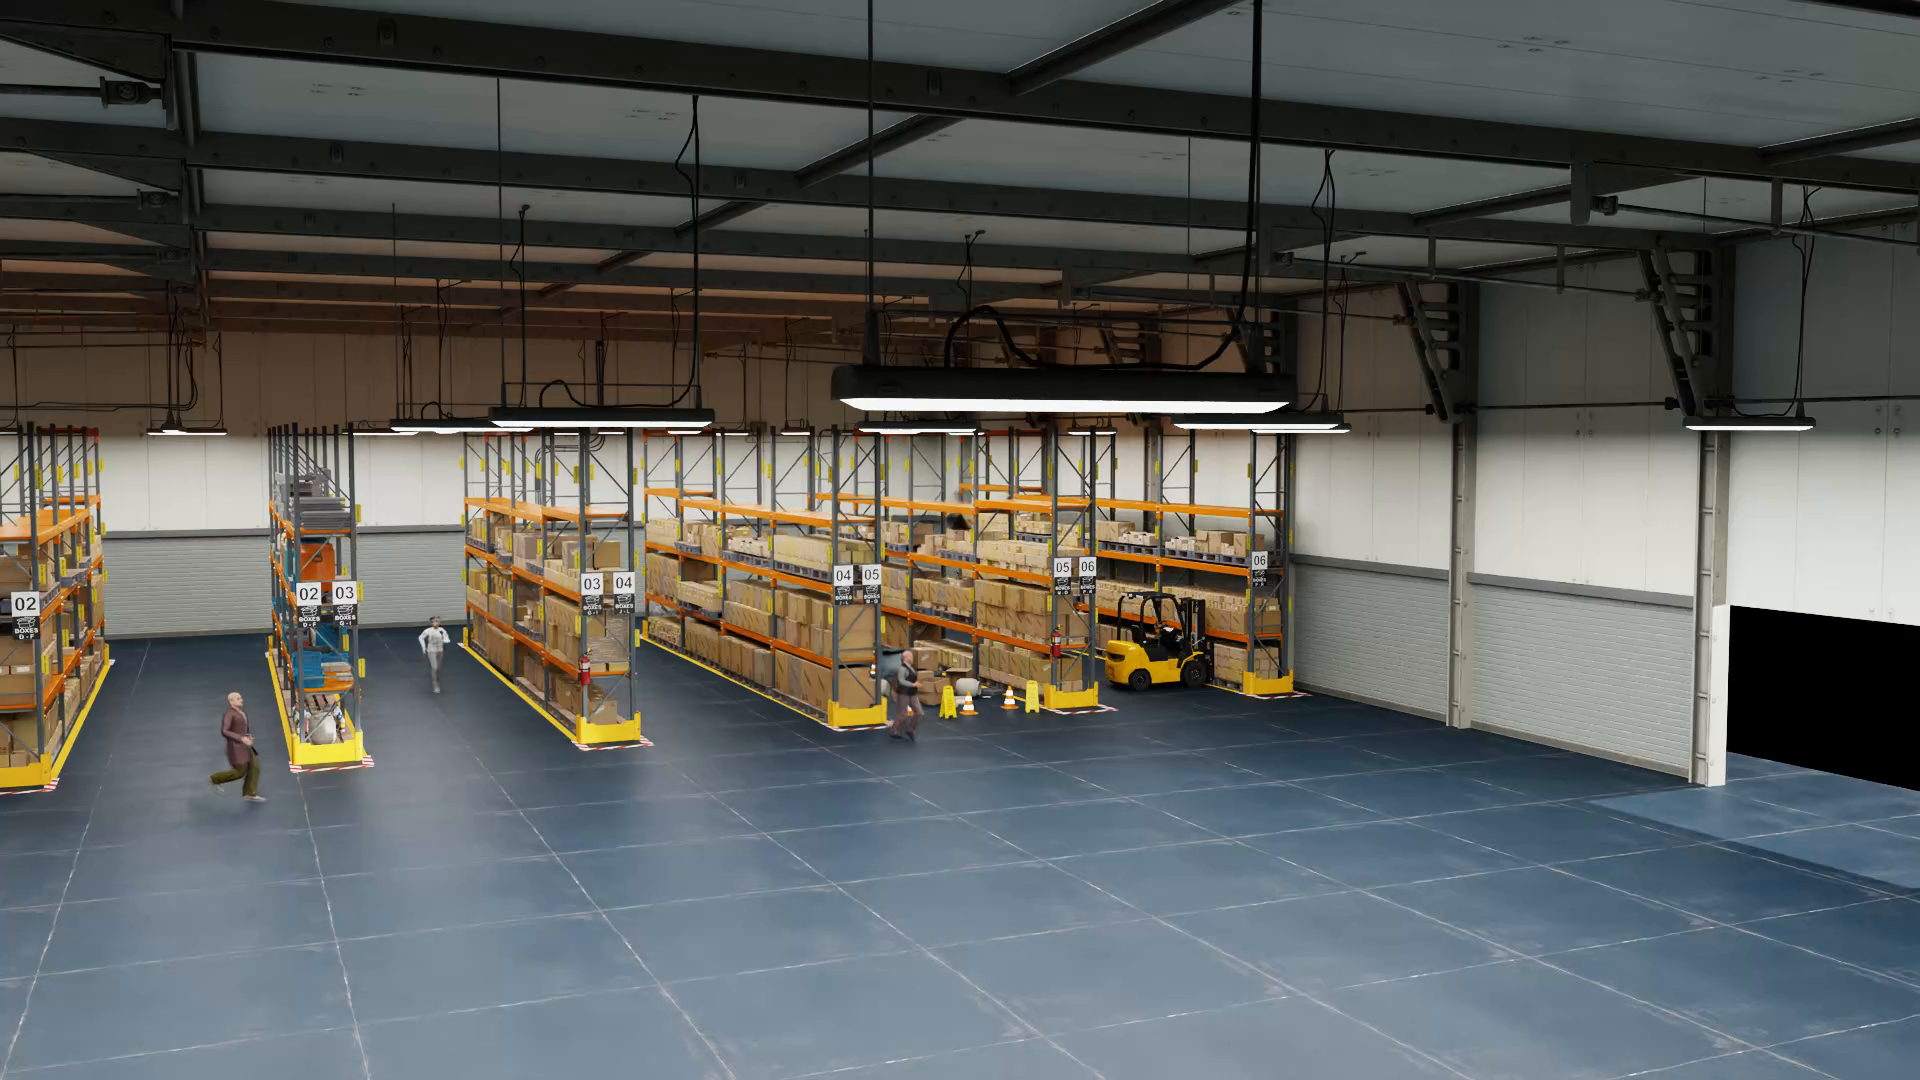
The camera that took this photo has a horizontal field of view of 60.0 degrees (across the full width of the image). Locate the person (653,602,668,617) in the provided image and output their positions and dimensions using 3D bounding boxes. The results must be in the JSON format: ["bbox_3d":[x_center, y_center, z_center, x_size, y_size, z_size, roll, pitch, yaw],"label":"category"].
[{"bbox_3d":[-8.849,1.870,49.311,0.630,1.674,0.789,-1,4,-10],"label":"person"}]

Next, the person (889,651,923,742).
[{"bbox_3d":[-0.981,2.971,31.364,0.730,1.786,0.668,2,4,26],"label":"person"}]

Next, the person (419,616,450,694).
[{"bbox_3d":[-11.851,2.571,37.596,0.587,1.741,0.775,-3,4,-38],"label":"person"}]

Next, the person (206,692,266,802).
[{"bbox_3d":[-11.396,3.268,26.187,0.882,1.749,0.724,0,3,-2],"label":"person"}]
